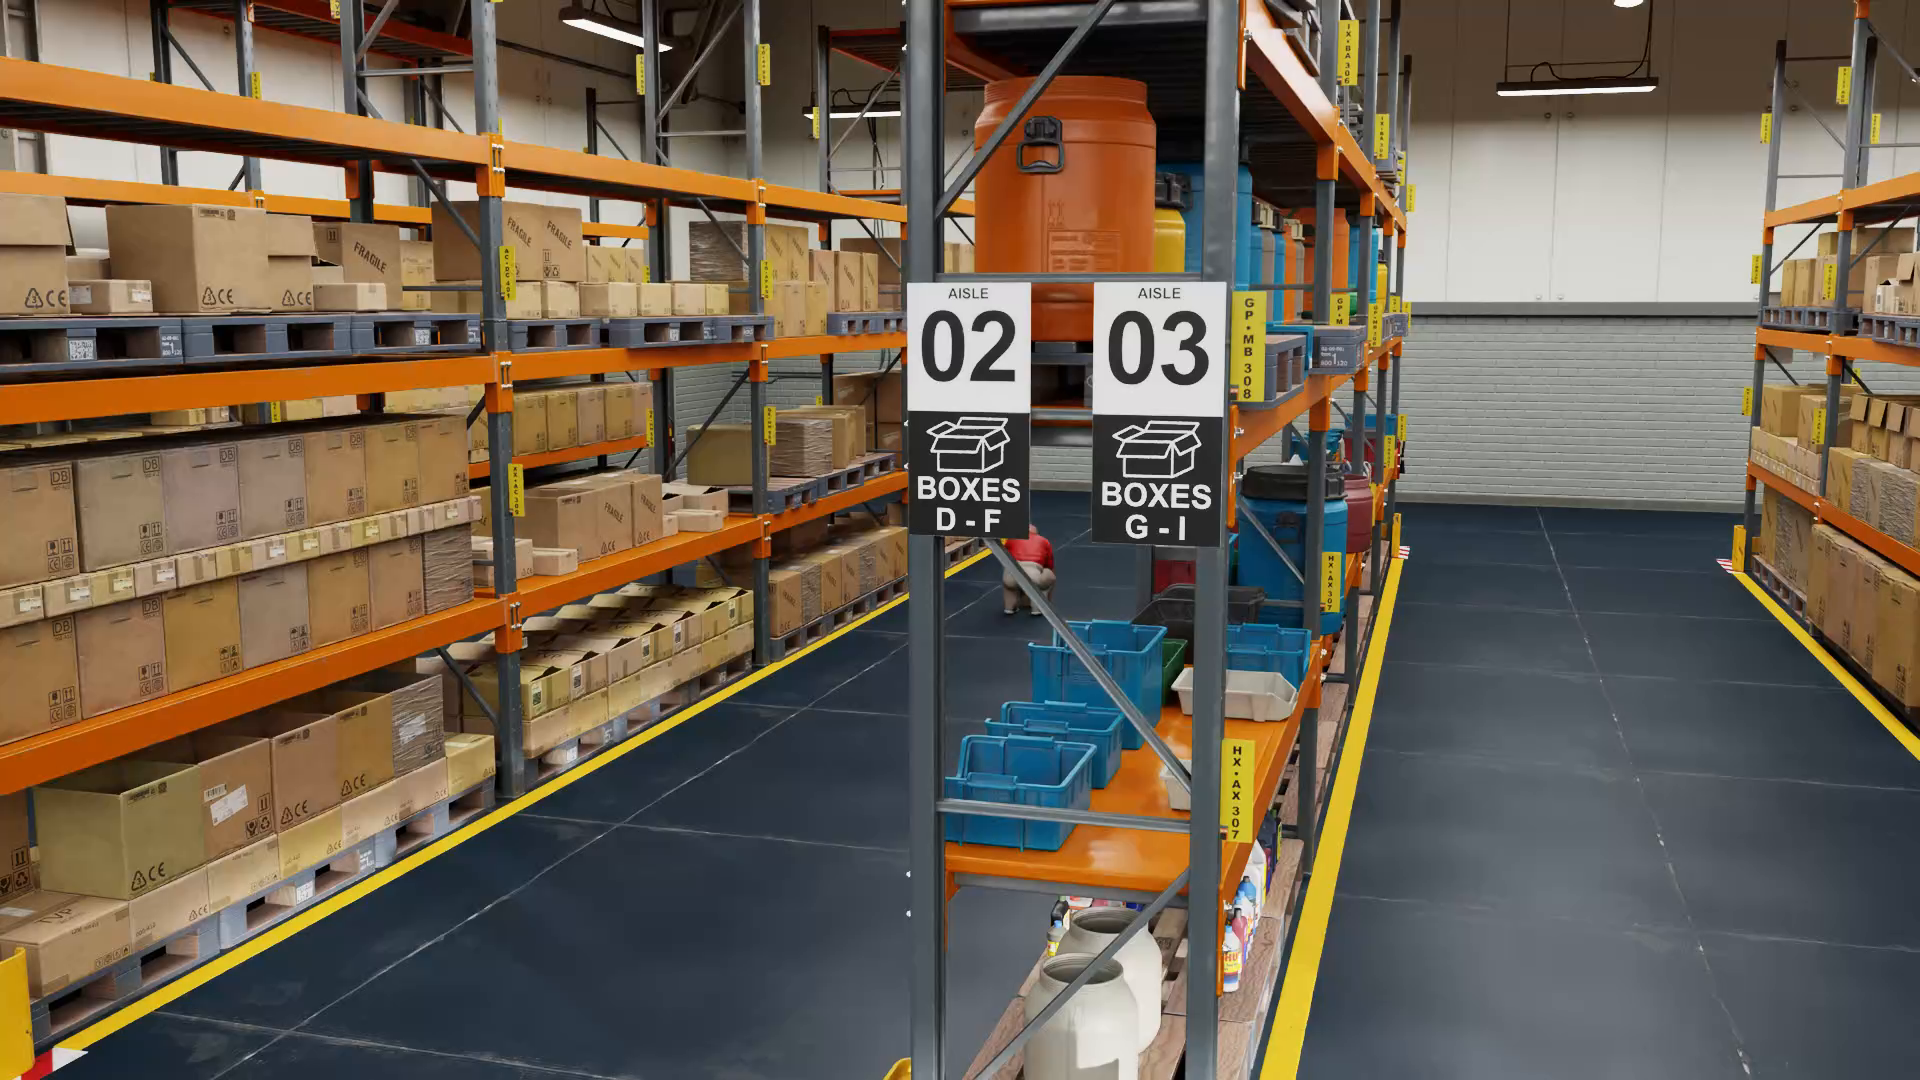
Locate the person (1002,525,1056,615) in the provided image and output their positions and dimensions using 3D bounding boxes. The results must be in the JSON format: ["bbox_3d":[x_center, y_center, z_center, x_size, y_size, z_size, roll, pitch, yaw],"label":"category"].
[{"bbox_3d":[0.691,0.322,16.903,0.554,0.856,0.866,2,9,16],"label":"person"}]
